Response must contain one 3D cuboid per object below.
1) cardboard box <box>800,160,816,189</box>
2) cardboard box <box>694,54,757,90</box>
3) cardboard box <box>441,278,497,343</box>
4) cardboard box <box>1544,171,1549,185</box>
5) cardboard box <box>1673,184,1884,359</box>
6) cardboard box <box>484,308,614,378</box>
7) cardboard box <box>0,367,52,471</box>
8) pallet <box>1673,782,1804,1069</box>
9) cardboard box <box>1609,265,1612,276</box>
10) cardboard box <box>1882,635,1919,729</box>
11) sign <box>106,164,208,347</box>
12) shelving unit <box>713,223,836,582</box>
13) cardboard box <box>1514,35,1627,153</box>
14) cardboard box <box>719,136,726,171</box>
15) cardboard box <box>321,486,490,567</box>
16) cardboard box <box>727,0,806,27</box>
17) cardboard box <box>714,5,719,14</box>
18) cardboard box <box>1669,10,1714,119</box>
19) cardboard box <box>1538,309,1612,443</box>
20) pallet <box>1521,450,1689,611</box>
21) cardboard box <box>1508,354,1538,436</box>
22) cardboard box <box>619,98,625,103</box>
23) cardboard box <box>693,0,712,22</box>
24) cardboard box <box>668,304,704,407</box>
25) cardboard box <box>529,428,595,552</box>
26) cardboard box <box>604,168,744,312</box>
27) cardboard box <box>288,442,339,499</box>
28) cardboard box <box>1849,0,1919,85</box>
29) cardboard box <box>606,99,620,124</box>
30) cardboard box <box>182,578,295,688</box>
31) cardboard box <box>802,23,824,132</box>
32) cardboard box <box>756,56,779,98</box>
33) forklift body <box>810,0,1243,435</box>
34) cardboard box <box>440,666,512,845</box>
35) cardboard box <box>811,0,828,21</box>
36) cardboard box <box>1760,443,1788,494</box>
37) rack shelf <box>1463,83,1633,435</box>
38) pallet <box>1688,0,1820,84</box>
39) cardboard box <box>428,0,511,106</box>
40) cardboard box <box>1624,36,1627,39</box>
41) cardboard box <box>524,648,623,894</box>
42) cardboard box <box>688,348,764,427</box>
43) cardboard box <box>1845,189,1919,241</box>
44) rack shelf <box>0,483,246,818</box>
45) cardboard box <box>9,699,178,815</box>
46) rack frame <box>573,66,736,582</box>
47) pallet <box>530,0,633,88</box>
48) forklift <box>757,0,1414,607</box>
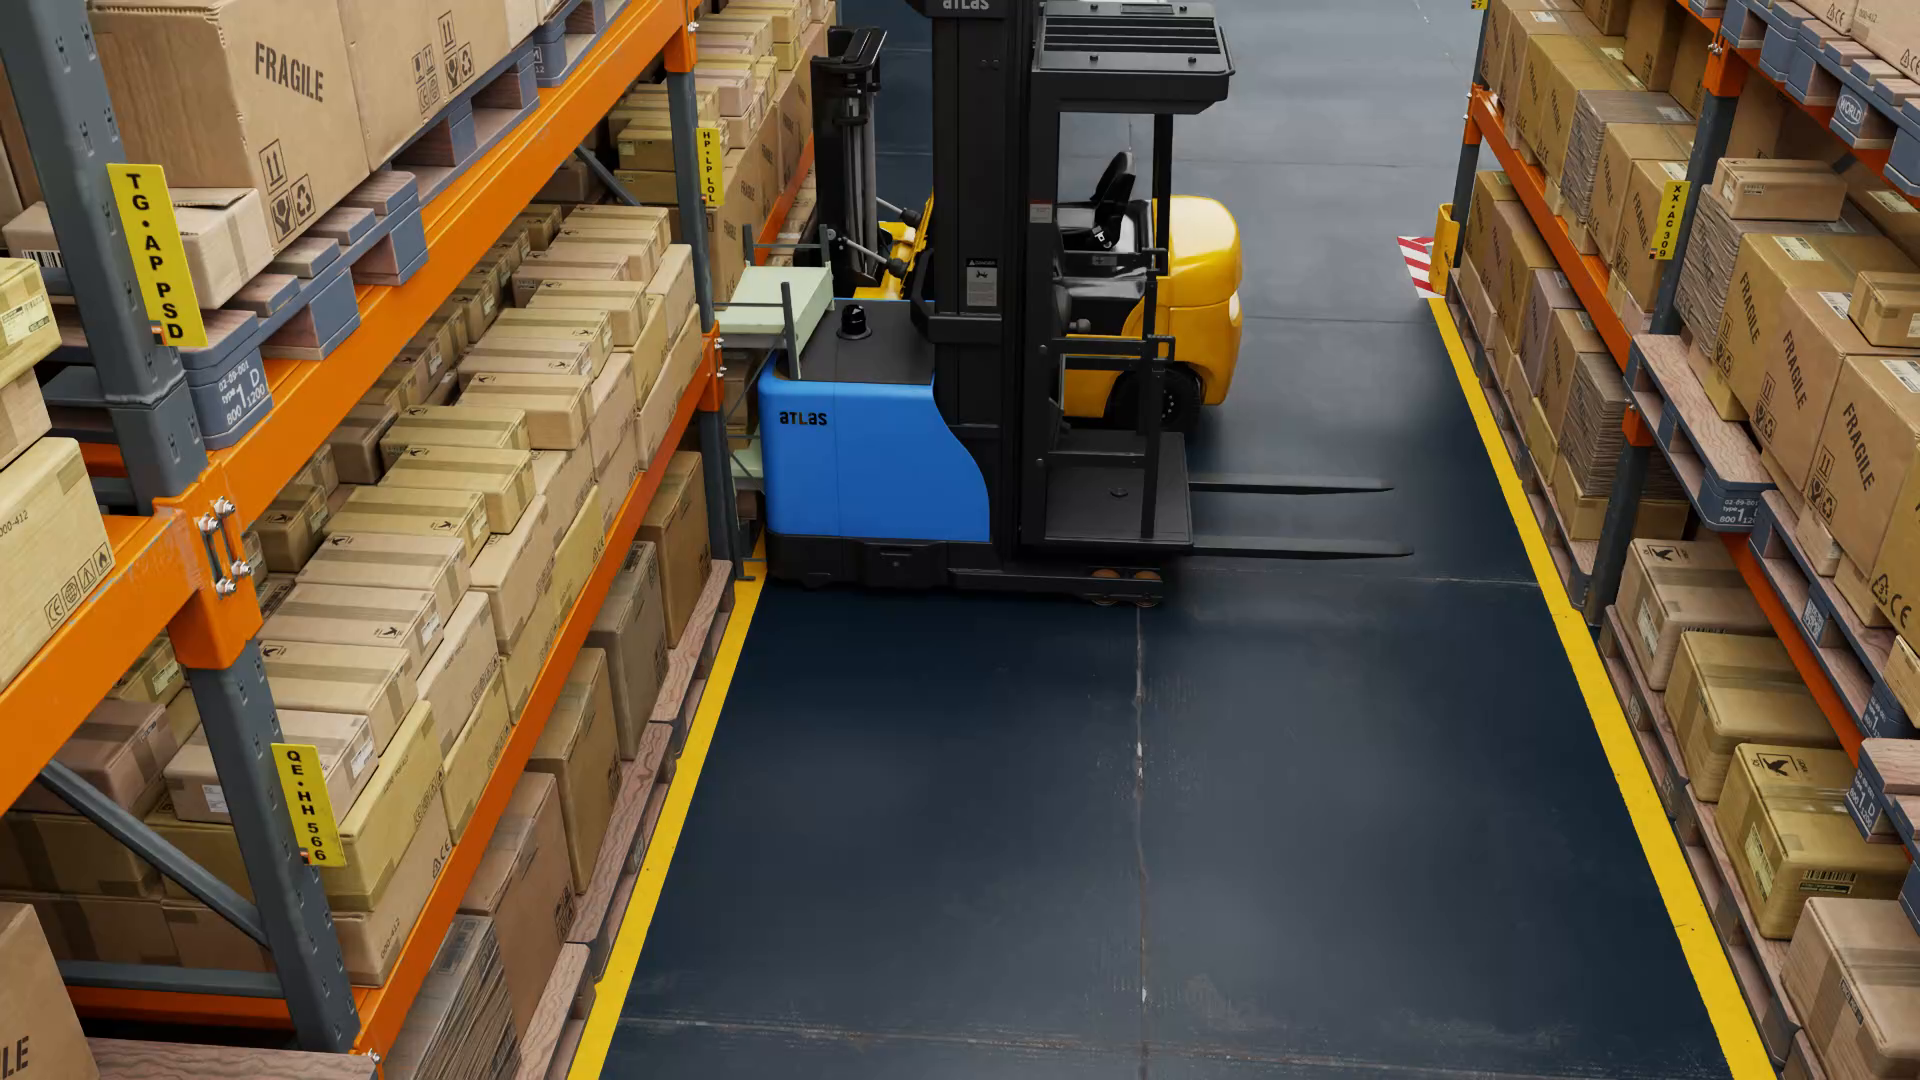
[{"bbox_3d":[-1.010,-2.100,10.066,0.500,0.250,0.500,3,32,5],"label":"cardboard box"},{"bbox_3d":[-1.192,-2.237,8.023,0.380,0.149,0.250,2,32,3],"label":"cardboard box"},{"bbox_3d":[-1.912,-0.837,6.035,0.380,0.149,0.250,2,32,4],"label":"cardboard box"},{"bbox_3d":[3.290,-1.889,8.696,0.380,0.149,0.250,2,32,3],"label":"cardboard box"},{"bbox_3d":[3.050,-1.001,6.236,0.500,0.500,0.500,3,32,5],"label":"cardboard box"},{"bbox_3d":[-1.429,-0.688,5.793,0.380,0.149,0.250,2,32,3],"label":"cardboard box"},{"bbox_3d":[-1.688,-0.192,2.606,0.380,0.149,0.250,3,32,5],"label":"cardboard box"},{"bbox_3d":[3.215,1.348,5.861,1.003,0.211,1.213,2,32,4],"label":"pallet"},{"bbox_3d":[3.209,-1.224,7.616,0.380,0.149,0.250,3,32,4],"label":"cardboard box"},{"bbox_3d":[2.803,0.400,4.582,0.380,0.149,0.250,3,32,5],"label":"cardboard box"},{"bbox_3d":[-1.359,-0.477,2.813,0.100,0.325,0.005,2,32,4],"label":"sign"},{"bbox_3d":[-0.842,-0.643,7.837,0.431,1.500,0.755,2,30,9],"label":"shelving unit"},{"bbox_3d":[3.305,-2.373,8.863,0.500,0.500,0.500,2,32,3],"label":"cardboard box"},{"bbox_3d":[-1.266,-1.706,7.445,0.380,0.149,0.250,3,32,5],"label":"cardboard box"},{"bbox_3d":[-1.565,-0.022,4.713,0.380,0.149,0.250,3,32,5],"label":"cardboard box"},{"bbox_3d":[-1.056,-2.900,9.100,0.380,0.149,0.250,3,32,5],"label":"cardboard box"},{"bbox_3d":[-1.518,-3.076,9.668,0.380,0.149,0.250,2,32,3],"label":"cardboard box"},{"bbox_3d":[3.757,-2.229,7.676,0.700,0.500,0.500,2,32,3],"label":"cardboard box"},{"bbox_3d":[3.194,-0.800,8.195,0.500,0.500,0.500,3,32,5],"label":"cardboard box"},{"bbox_3d":[3.393,-0.051,8.132,1.003,0.211,1.213,2,32,4],"label":"pallet"},{"bbox_3d":[3.233,-0.759,8.844,0.500,0.250,0.500,3,32,5],"label":"cardboard box"},{"bbox_3d":[-1.805,-2.001,7.925,0.380,0.149,0.250,3,32,4],"label":"cardboard box"},{"bbox_3d":[-1.582,-2.925,9.140,0.380,0.149,0.250,3,32,6],"label":"cardboard box"},{"bbox_3d":[-1.354,-0.757,6.763,0.500,0.250,0.500,3,32,5],"label":"cardboard box"},{"bbox_3d":[-1.501,-0.178,5.346,0.500,0.250,0.500,3,32,5],"label":"cardboard box"},{"bbox_3d":[-1.277,-1.359,7.501,0.500,0.500,0.500,2,32,3],"label":"cardboard box"},{"bbox_3d":[-2.096,-0.175,4.961,0.380,0.149,0.250,2,32,3],"label":"cardboard box"},{"bbox_3d":[2.867,-1.460,4.643,0.500,0.250,0.500,2,32,3],"label":"cardboard box"},{"bbox_3d":[-1.779,-1.990,7.622,0.380,0.149,0.250,2,32,4],"label":"cardboard box"},{"bbox_3d":[-2.100,0.332,4.518,0.500,0.250,0.500,3,32,4],"label":"cardboard box"},{"bbox_3d":[-1.078,-2.691,9.662,0.500,0.500,0.500,3,32,6],"label":"cardboard box"},{"bbox_3d":[-1.140,-2.378,8.536,0.380,0.149,0.250,2,32,3],"label":"cardboard box"},{"bbox_3d":[0.416,-1.757,9.051,2.313,2.155,1.214,2,32,4],"label":"forklift body"},{"bbox_3d":[-1.574,0.575,4.601,0.500,0.250,0.500,2,32,3],"label":"cardboard box"},{"bbox_3d":[-0.988,-3.178,9.834,0.380,0.149,0.250,3,32,5],"label":"cardboard box"},{"bbox_3d":[2.975,-0.268,5.665,0.380,0.149,0.250,3,32,5],"label":"cardboard box"},{"bbox_3d":[3.537,-1.625,8.714,1.077,0.370,4.000,2,32,4],"label":"rack shelf"},{"bbox_3d":[3.217,-1.765,5.574,1.213,0.211,1.003,2,32,4],"label":"pallet"},{"bbox_3d":[-1.515,-1.446,4.287,0.500,0.500,0.500,3,32,5],"label":"cardboard box"},{"bbox_3d":[3.884,-2.589,9.214,0.500,0.500,0.500,3,32,4],"label":"cardboard box"},{"bbox_3d":[-1.735,0.808,5.943,0.875,0.625,0.625,1,32,2],"label":"cardboard box"},{"bbox_3d":[-1.222,-0.769,7.907,0.500,0.250,0.500,2,32,3],"label":"cardboard box"},{"bbox_3d":[3.565,-0.982,6.206,0.500,0.500,0.500,2,32,3],"label":"cardboard box"},{"bbox_3d":[-2.062,1.071,1.480,1.077,0.370,4.000,2,32,4],"label":"rack shelf"},{"bbox_3d":[-2.075,0.498,3.869,0.380,0.149,0.250,3,32,6],"label":"cardboard box"},{"bbox_3d":[-1.574,-1.096,7.169,1.000,3.000,0.127,2,32,4],"label":"rack frame"},{"bbox_3d":[-1.633,-1.830,5.683,0.805,0.209,1.217,1,32,2],"label":"pallet"},{"bbox_3d":[0.623,-1.225,7.444,3.031,2.935,1.130,2,32,3],"label":"forklift"}]
